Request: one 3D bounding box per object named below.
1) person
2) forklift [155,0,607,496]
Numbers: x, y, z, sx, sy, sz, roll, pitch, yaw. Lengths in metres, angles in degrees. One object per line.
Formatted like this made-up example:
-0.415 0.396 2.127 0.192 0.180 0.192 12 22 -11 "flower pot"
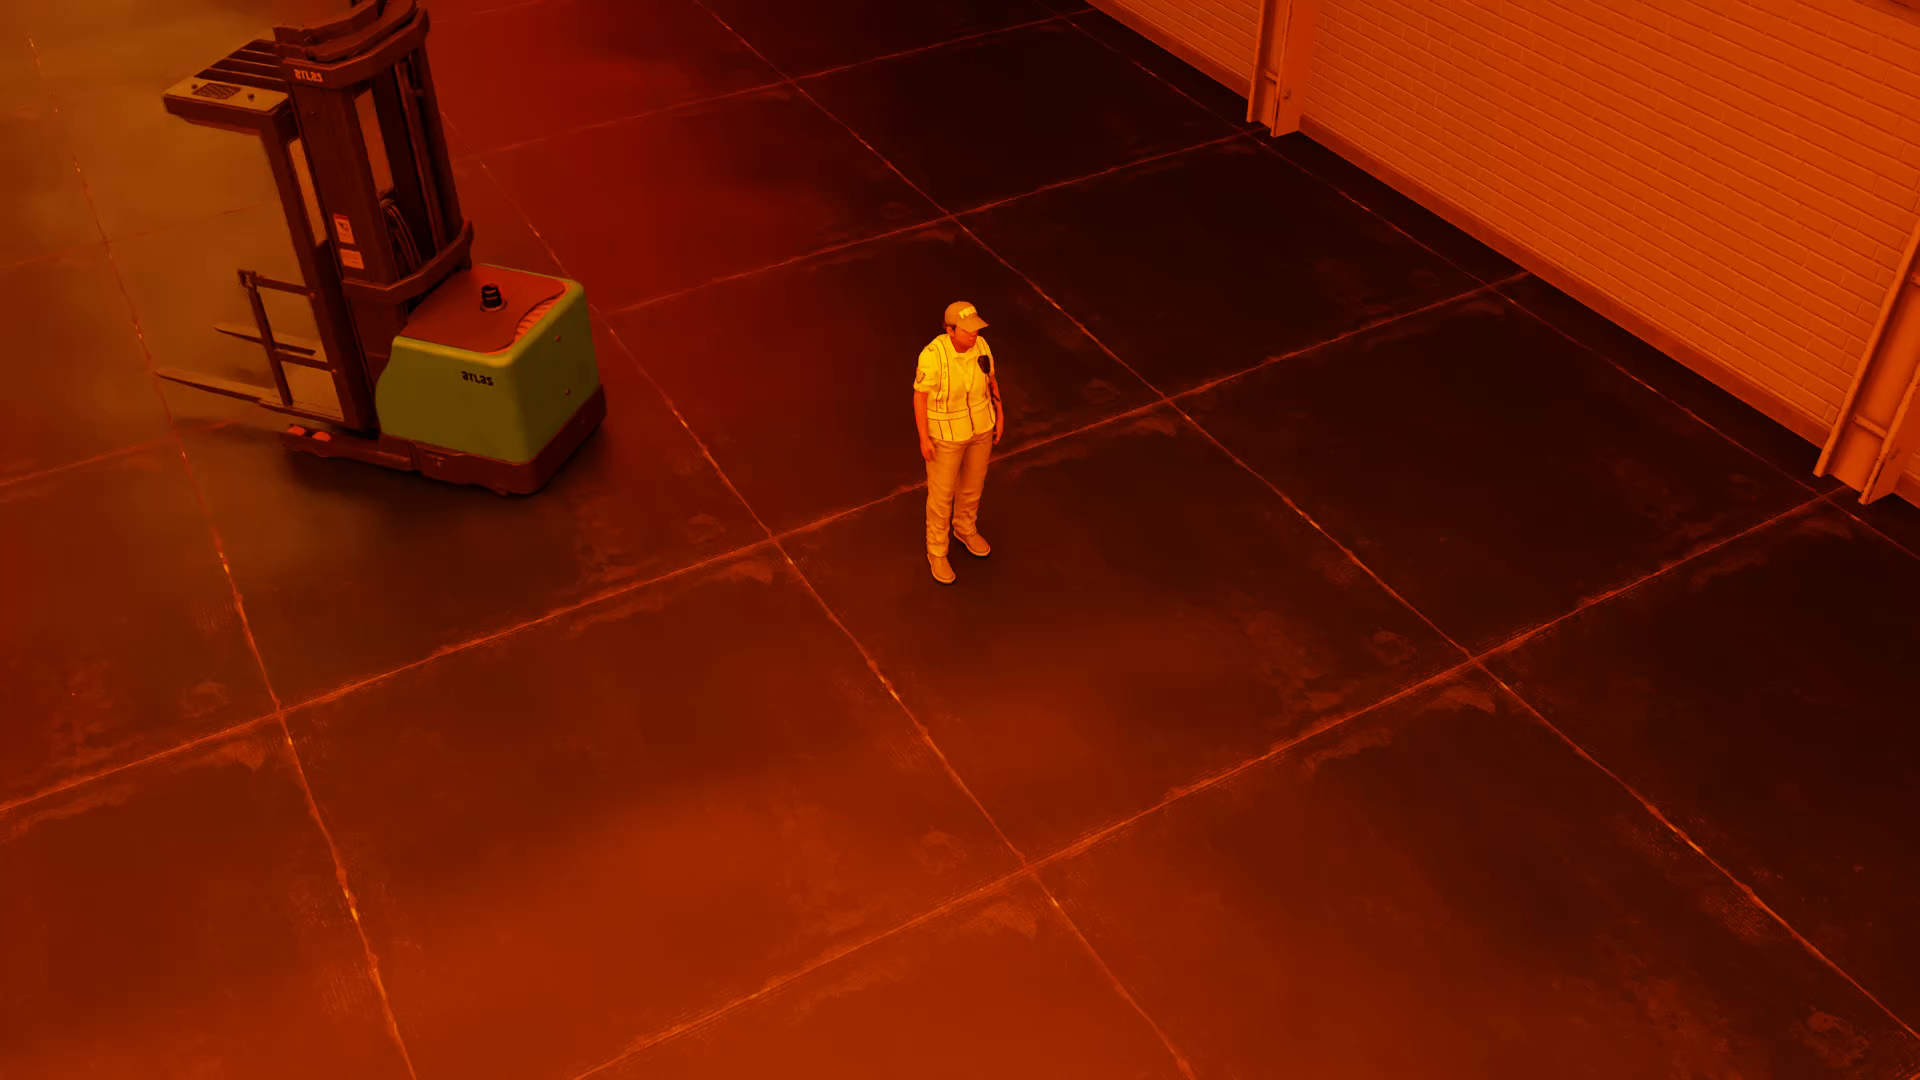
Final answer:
0.019 -0.598 9.735 0.598 1.670 0.529 -20 44 -23 "person"
-3.963 -1.979 10.423 3.031 2.935 1.130 13 41 15 "forklift"
